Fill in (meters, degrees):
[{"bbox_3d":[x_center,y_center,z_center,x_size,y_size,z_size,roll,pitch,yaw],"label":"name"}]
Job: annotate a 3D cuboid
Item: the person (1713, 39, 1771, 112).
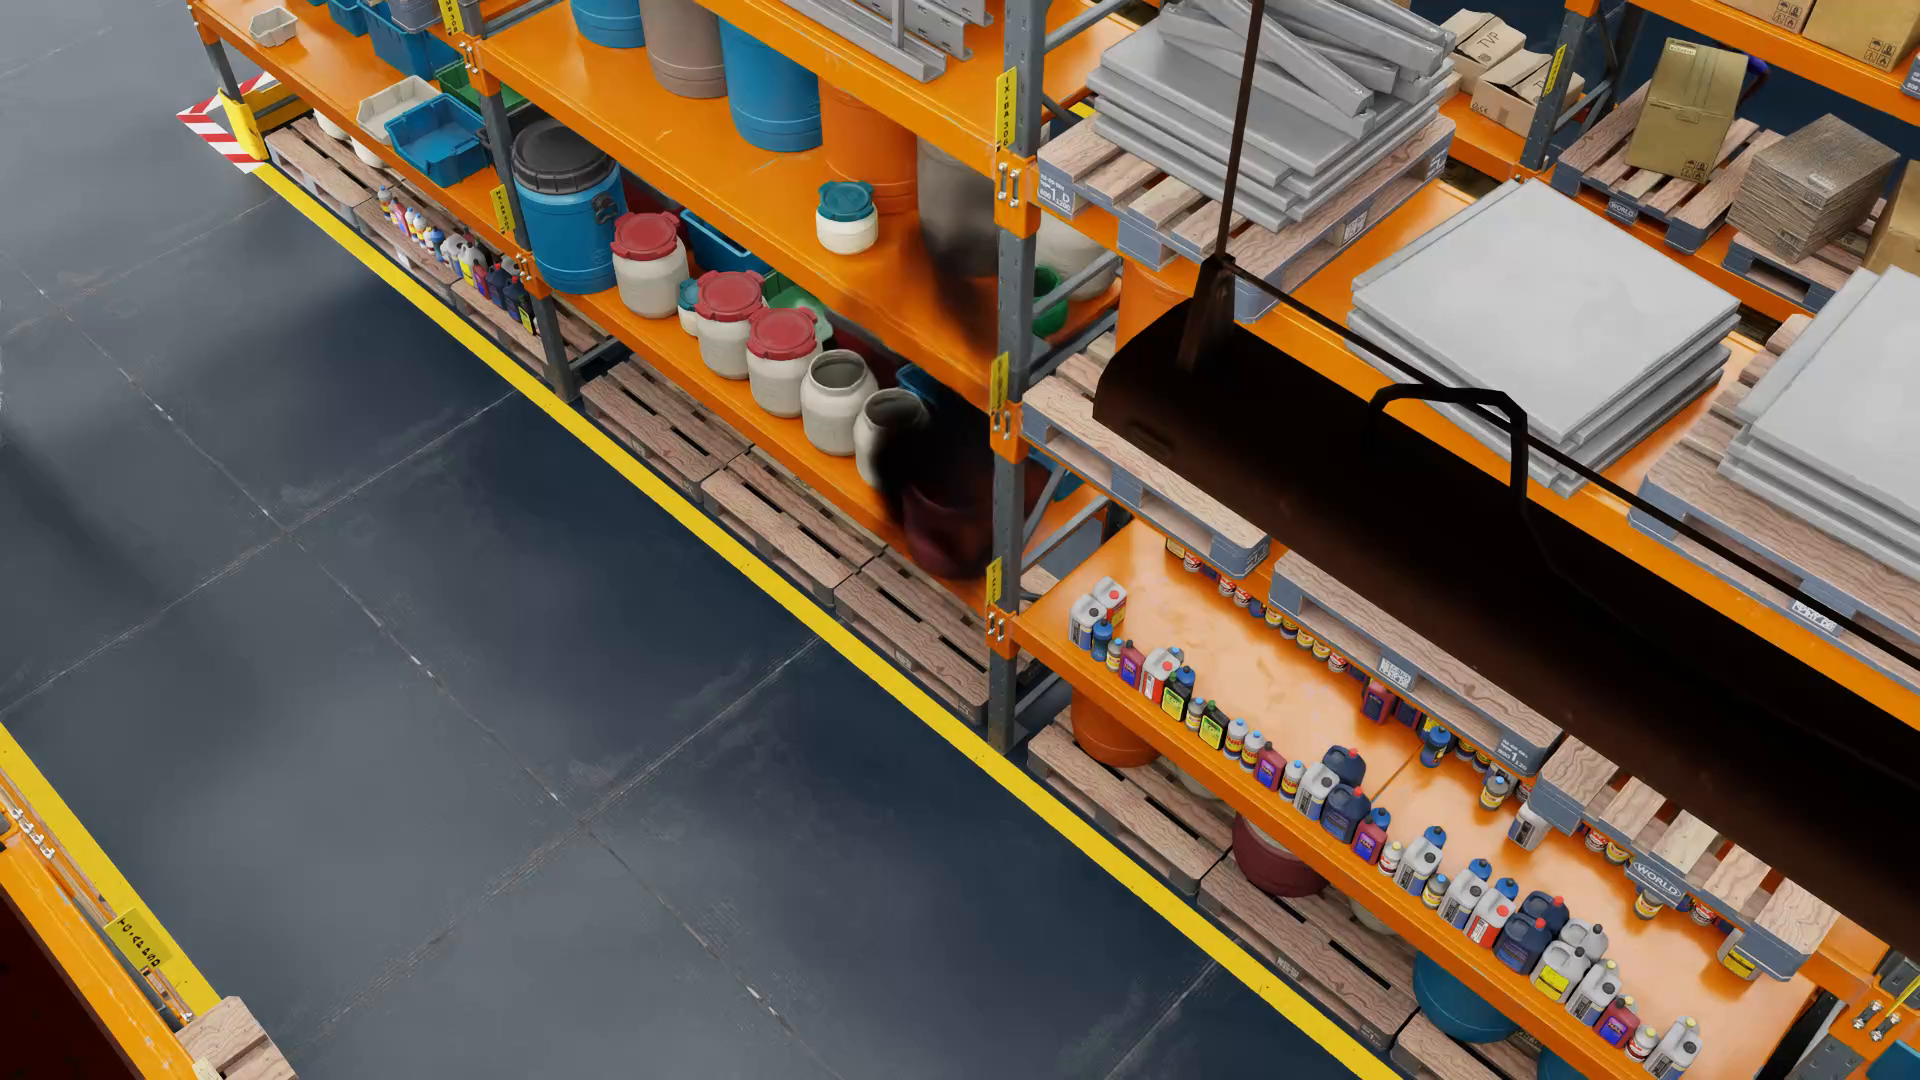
[{"bbox_3d":[5.260,-2.953,11.808,0.806,1.680,0.536,32,57,24],"label":"person"}]
